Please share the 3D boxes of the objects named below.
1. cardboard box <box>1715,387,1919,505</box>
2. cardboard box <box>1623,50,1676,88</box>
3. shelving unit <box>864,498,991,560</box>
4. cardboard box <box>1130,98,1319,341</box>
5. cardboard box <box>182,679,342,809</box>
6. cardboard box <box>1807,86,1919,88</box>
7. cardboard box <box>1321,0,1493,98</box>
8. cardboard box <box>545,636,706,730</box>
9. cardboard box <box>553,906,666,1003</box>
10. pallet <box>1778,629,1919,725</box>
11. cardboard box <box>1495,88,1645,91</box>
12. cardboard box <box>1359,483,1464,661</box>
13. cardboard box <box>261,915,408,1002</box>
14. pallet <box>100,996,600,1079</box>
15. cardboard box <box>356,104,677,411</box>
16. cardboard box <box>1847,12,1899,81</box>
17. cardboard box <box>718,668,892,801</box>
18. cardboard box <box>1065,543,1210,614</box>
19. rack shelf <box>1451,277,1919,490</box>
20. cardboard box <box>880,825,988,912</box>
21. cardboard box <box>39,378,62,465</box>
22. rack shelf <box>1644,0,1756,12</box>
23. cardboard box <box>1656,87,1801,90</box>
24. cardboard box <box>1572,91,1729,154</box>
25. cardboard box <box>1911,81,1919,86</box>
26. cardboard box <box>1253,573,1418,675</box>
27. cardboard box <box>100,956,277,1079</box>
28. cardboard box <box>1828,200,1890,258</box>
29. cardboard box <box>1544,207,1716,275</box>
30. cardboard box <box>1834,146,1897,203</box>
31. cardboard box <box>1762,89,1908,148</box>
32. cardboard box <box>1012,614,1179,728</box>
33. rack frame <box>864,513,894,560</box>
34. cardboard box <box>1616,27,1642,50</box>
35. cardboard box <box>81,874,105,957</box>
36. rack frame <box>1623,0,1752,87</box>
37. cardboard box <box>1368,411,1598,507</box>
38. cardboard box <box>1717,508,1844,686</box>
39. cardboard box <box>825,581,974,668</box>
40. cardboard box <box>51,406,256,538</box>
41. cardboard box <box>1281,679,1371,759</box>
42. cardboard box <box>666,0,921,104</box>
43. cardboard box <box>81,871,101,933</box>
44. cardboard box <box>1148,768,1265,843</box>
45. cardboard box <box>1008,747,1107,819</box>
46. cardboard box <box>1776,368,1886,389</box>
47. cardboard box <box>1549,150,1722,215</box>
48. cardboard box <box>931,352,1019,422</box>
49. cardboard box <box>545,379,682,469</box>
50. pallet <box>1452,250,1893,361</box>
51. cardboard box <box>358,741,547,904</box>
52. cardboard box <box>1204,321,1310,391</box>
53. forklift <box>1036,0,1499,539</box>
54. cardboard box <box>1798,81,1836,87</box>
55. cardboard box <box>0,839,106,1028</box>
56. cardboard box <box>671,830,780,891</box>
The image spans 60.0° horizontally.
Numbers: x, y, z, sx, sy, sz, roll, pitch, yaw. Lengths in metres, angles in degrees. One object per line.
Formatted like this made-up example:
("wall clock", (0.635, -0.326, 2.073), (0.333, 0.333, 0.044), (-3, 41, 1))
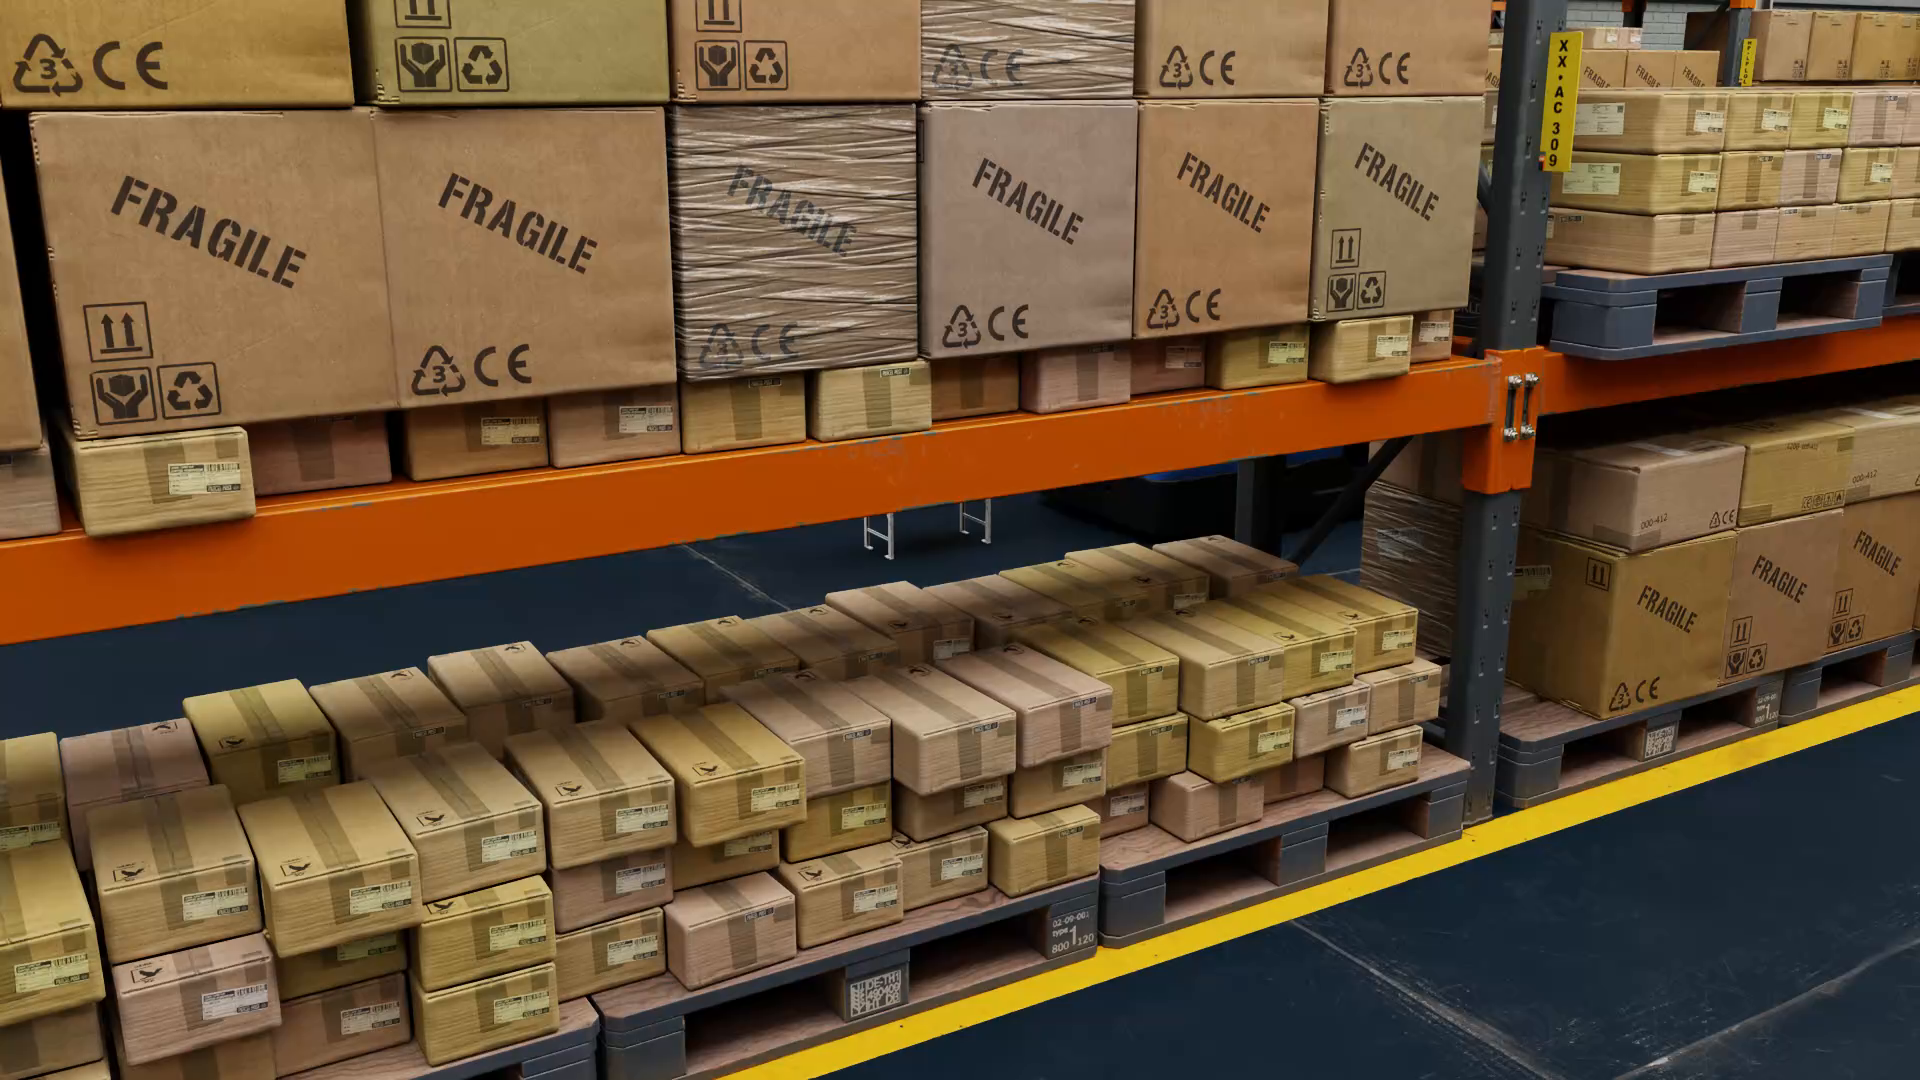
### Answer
("cardboard box", (2.834, -0.316, 5.445), (0.500, 0.250, 0.500), (-8, 18, -28))
("cardboard box", (4.689, -3.221, 11.828), (0.500, 0.500, 0.500), (-9, 18, -29))
("shelving unit", (-0.142, -0.555, 7.166), (0.503, 1.200, 0.258), (-9, 18, -30))
("cardboard box", (0.455, -0.757, 3.818), (0.500, 0.500, 0.500), (-10, 18, -31))
("cardboard box", (-1.534, 0.450, 3.648), (0.250, 0.149, 0.380), (-10, 18, -31))
("cardboard box", (3.203, -1.529, 5.893), (0.250, 0.149, 0.380), (-8, 18, -27))
("cardboard box", (0.906, -1.315, 3.957), (0.500, 0.500, 0.500), (-10, 18, -32))
("cardboard box", (-0.795, 0.368, 3.942), (0.250, 0.149, 0.380), (-10, 18, -32))
("cardboard box", (-0.808, 0.798, 3.509), (0.250, 0.149, 0.380), (-9, 18, -30))
("pallet", (2.883, 0.293, 5.974), (1.213, 0.211, 1.003), (-9, 18, -30))
("cardboard box", (1.866, -1.312, 5.119), (0.250, 0.149, 0.380), (-10, 18, -31))
("cardboard box", (1.675, 0.070, 5.457), (0.500, 0.500, 0.500), (-10, 18, -31))
("cardboard box", (-1.250, 0.720, 3.237), (0.250, 0.149, 0.380), (-9, 18, -29))
("pallet", (-1.479, 1.013, 3.406), (1.213, 0.211, 1.003), (-9, 18, -30))
("cardboard box", (-0.860, -0.550, 3.078), (0.500, 0.500, 0.500), (-9, 18, -29))
("cardboard box", (6.774, -3.827, 12.917), (0.500, 0.500, 0.700), (-10, 18, -31))
("cardboard box", (-0.351, 0.431, 3.718), (0.250, 0.149, 0.380), (-9, 18, -30))
("cardboard box", (0.501, 0.138, 4.762), (0.250, 0.149, 0.380), (-8, 18, -27))
("rack shelf", (2.884, -0.702, 5.690), (4.000, 0.370, 1.077), (-9, 18, -30))
("cardboard box", (-0.136, 0.698, 3.867), (0.250, 0.149, 0.380), (-9, 18, -29))
("cardboard box", (-1.685, -0.269, 3.276), (0.250, 0.149, 0.380), (-9, 18, -30))
("rack shelf", (7.106, -4.390, 13.288), (4.000, 0.370, 1.077), (-9, 18, -30))
("cardboard box", (2.531, -1.420, 5.504), (0.250, 0.149, 0.380), (-10, 19, -32))
("cardboard box", (1.744, -1.087, 4.314), (0.250, 0.149, 0.380), (-8, 18, -27))
("cardboard box", (7.635, -3.485, 13.548), (0.500, 0.500, 0.500), (-9, 18, -30))
("cardboard box", (0.999, 0.223, 4.458), (0.250, 0.149, 0.380), (-9, 18, -28))
("cardboard box", (-1.463, 0.902, 3.139), (0.250, 0.149, 0.380), (-9, 18, -30))
("cardboard box", (2.411, -0.909, 4.781), (0.250, 0.149, 0.380), (-9, 18, -29))
("cardboard box", (1.744, -0.800, 4.394), (0.250, 0.149, 0.380), (-10, 19, -32))
("cardboard box", (2.409, -1.052, 4.742), (0.250, 0.149, 0.380), (-10, 19, -32))
("cardboard box", (2.417, -1.196, 4.704), (0.250, 0.149, 0.380), (-9, 18, -30))
("cardboard box", (0.328, 0.322, 4.105), (0.250, 0.149, 0.380), (-9, 18, -28))
("rack frame", (-0.351, -0.521, 7.045), (0.015, 1.200, 0.240), (-9, 18, -30))
("cardboard box", (4.528, -3.505, 11.638), (0.250, 0.149, 0.380), (-10, 18, -31))
("cardboard box", (-1.747, 0.775, 3.590), (0.250, 0.149, 0.380), (-9, 18, -28))
("rack frame", (5.391, -3.014, 12.604), (0.127, 3.000, 1.000), (-9, 18, -30))
("cardboard box", (1.678, -0.292, 5.359), (0.500, 0.250, 0.500), (-10, 18, -31))
("cardboard box", (2.392, 0.116, 5.293), (0.500, 0.500, 0.500), (-8, 18, -27))
("cardboard box", (-0.162, 0.243, 4.389), (0.250, 0.149, 0.380), (-9, 18, -29))
("cardboard box", (-1.357, -0.133, 2.791), (0.250, 0.149, 0.380), (-10, 18, -31))
("cardboard box", (0.838, 0.415, 4.326), (0.250, 0.149, 0.380), (-10, 19, -32))
("cardboard box", (-0.416, -1.099, 3.183), (0.500, 0.500, 0.500), (-10, 18, -31))
("cardboard box", (-1.702, 0.649, 3.488), (0.250, 0.149, 0.380), (-10, 18, -31))
("cardboard box", (0.550, 0.602, 4.210), (0.250, 0.149, 0.380), (-10, 18, -32))
("cardboard box", (0.144, 0.508, 3.993), (0.250, 0.149, 0.380), (-9, 18, -28))
("cardboard box", (3.017, -0.510, 6.136), (0.500, 0.250, 0.500), (-9, 18, -29))
("cardboard box", (1.744, -0.943, 4.354), (0.250, 0.149, 0.380), (-9, 18, -29))
("cardboard box", (-0.076, -0.374, 3.650), (0.250, 0.149, 0.380), (-10, 18, -31))
("cardboard box", (-0.735, -0.260, 3.246), (0.250, 0.149, 0.380), (-10, 18, -31))
("pallet", (1.900, -0.751, 4.886), (1.213, 0.211, 1.003), (-9, 18, -30))
("cardboard box", (-1.009, 0.550, 3.292), (0.250, 0.149, 0.380), (-10, 19, -32))
("cardboard box", (0.621, -0.471, 4.000), (0.250, 0.149, 0.380), (-8, 18, -28))
("forklift", (1.880, -1.681, 7.977), (3.031, 2.935, 1.130), (-9, 18, -30))
("cardboard box", (6.330, -3.277, 12.807), (0.500, 0.500, 0.500), (-9, 18, -30))
("cardboard box", (-1.635, 0.675, 2.845), (0.250, 0.149, 0.380), (-10, 19, -32))
("cardboard box", (-0.584, 0.603, 3.654), (0.250, 0.149, 0.380), (-8, 18, -27))
